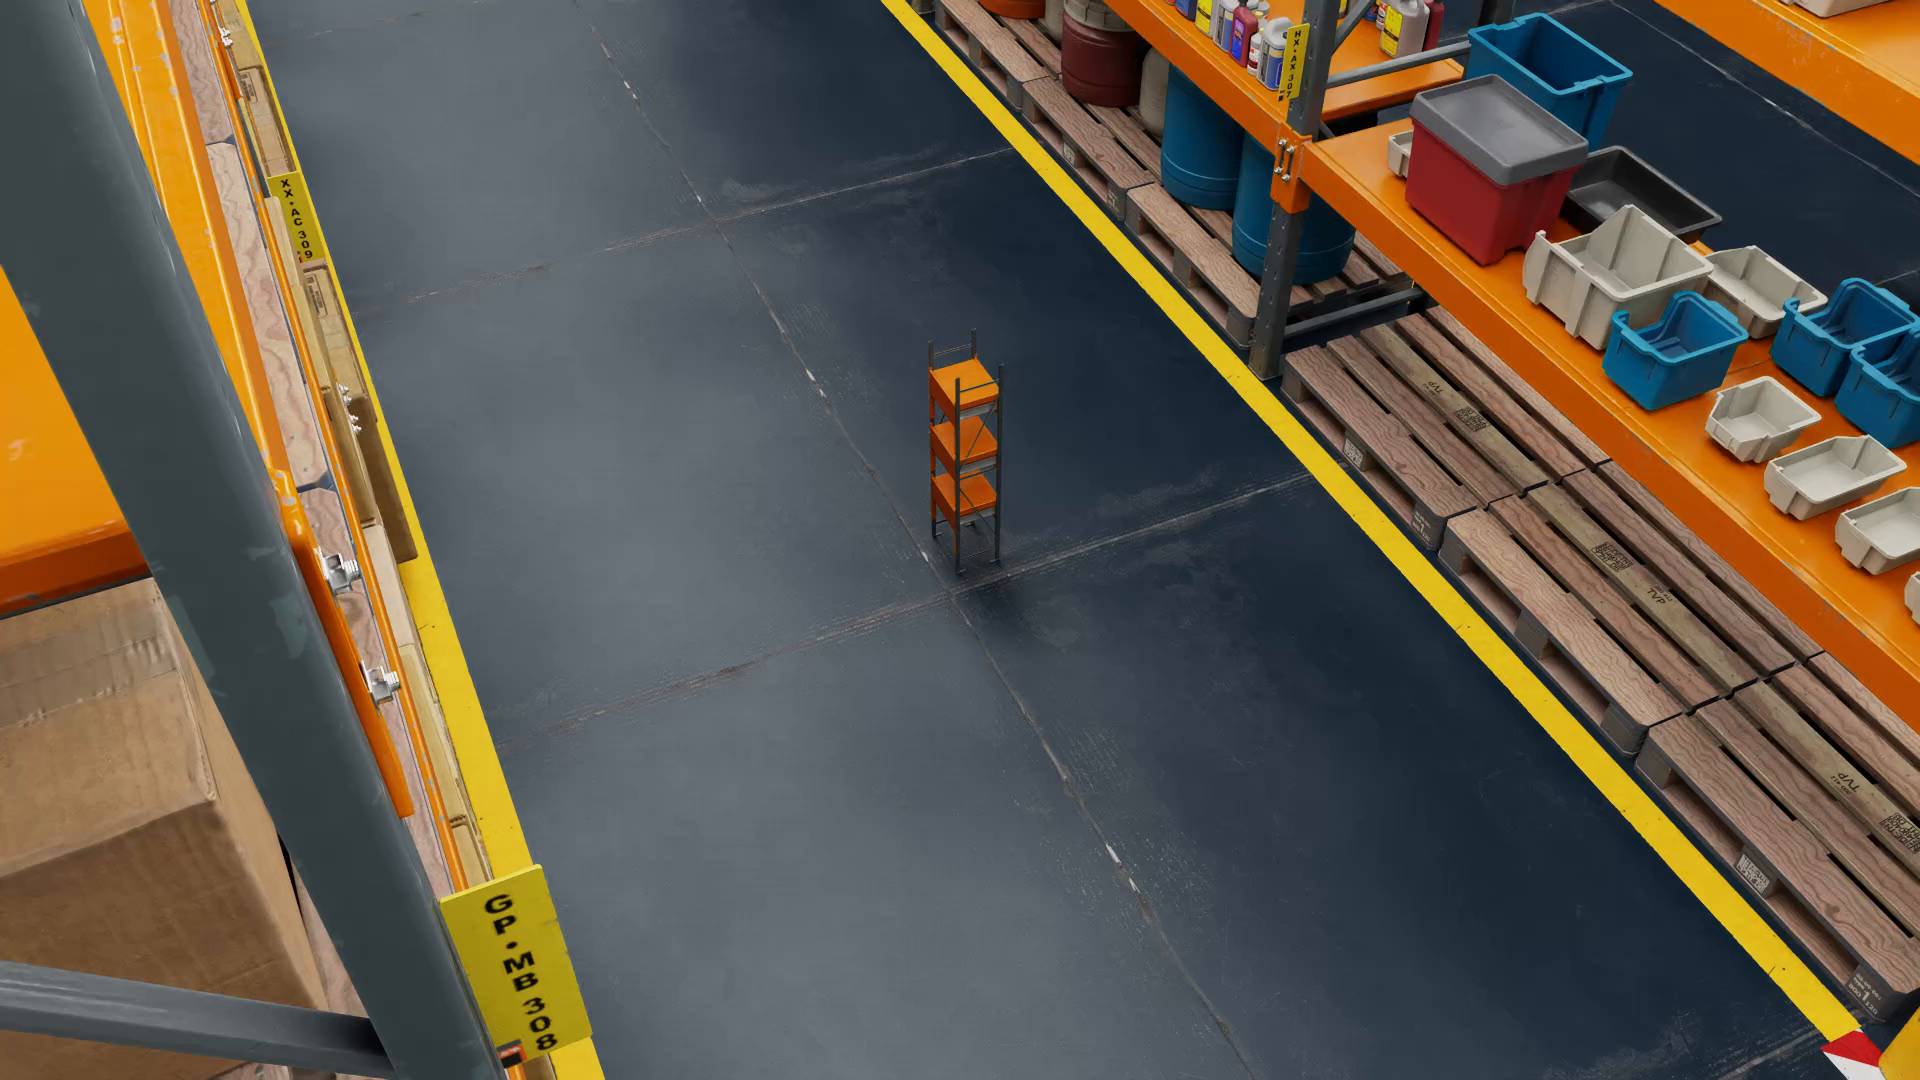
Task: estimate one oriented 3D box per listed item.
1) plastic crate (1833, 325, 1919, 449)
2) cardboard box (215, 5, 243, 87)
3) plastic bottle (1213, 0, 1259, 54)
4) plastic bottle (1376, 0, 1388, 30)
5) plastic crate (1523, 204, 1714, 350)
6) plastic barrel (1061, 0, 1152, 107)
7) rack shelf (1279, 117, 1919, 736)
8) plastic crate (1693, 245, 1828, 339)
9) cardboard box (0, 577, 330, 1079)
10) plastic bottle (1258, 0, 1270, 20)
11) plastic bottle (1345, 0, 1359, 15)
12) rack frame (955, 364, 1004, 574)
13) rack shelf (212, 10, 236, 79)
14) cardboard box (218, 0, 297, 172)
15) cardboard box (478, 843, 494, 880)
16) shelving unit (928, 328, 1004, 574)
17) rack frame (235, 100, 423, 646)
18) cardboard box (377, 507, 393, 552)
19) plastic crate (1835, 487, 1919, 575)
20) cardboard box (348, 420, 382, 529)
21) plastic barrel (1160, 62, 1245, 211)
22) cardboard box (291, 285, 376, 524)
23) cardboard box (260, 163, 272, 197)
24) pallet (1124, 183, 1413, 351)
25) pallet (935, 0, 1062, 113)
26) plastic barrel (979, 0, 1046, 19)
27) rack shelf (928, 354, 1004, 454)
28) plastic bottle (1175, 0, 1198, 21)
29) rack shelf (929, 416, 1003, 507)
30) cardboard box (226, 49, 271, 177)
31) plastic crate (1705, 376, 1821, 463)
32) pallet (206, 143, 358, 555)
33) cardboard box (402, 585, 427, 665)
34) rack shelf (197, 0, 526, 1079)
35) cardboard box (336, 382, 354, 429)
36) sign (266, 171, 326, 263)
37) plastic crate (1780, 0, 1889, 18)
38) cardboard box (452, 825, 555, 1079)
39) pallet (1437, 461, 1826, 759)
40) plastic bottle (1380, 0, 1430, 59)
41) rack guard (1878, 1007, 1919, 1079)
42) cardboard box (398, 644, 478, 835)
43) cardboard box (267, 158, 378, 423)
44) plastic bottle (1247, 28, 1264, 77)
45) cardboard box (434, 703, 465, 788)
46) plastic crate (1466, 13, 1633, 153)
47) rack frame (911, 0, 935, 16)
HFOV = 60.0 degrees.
[{"bbox_3d":[3.176,-0.505,5.571,0.416,0.233,0.300,-18,47,-17],"label":"plastic crate"},{"bbox_3d":[-3.465,-2.229,7.171,0.500,0.500,0.500,-19,48,-19],"label":"cardboard box"},{"bbox_3d":[1.240,-2.343,7.446,0.152,0.276,0.135,-18,47,-17],"label":"plastic bottle"},{"bbox_3d":[1.965,-2.440,7.598,0.097,0.201,0.097,0,45,0],"label":"plastic bottle"},{"bbox_3d":[2.328,-0.950,5.987,0.437,0.282,0.530,-18,47,-17],"label":"plastic crate"},{"bbox_3d":[0.867,-2.812,9.251,0.600,0.588,0.708,-18,47,-17],"label":"plastic barrel"},{"bbox_3d":[2.694,-0.468,5.969,1.077,0.370,4.000,-18,47,-17],"label":"rack shelf"},{"bbox_3d":[2.858,-0.905,6.045,0.293,0.136,0.466,-18,47,-17],"label":"plastic crate"},{"bbox_3d":[-1.226,0.410,1.991,0.700,0.500,0.500,-21,48,-20],"label":"cardboard box"},{"bbox_3d":[1.346,-2.365,7.521,0.097,0.201,0.097,0,45,0],"label":"plastic bottle"},{"bbox_3d":[1.850,-2.595,7.701,0.152,0.276,0.135,-18,47,-17],"label":"plastic bottle"},{"bbox_3d":[0.074,-0.262,6.637,0.200,1.050,0.008,-18,47,-17],"label":"rack frame"},{"bbox_3d":[-3.482,-2.622,6.017,1.077,0.370,4.000,-18,47,-17],"label":"rack shelf"},{"bbox_3d":[-4.051,-2.032,8.256,1.225,0.875,0.875,-20,48,-19],"label":"cardboard box"},{"bbox_3d":[-1.352,0.961,4.188,0.380,0.149,0.250,-19,48,-18],"label":"cardboard box"},{"bbox_3d":[0.022,-0.340,6.716,0.215,1.050,0.252,-18,47,-17],"label":"shelving unit"},{"bbox_3d":[-2.641,-0.535,5.526,1.000,3.000,0.127,-18,47,-17],"label":"rack frame"},{"bbox_3d":[-1.999,-0.021,5.183,0.380,0.149,0.250,-19,48,-18],"label":"cardboard box"},{"bbox_3d":[2.919,-0.032,5.160,0.396,0.136,0.243,-18,47,-17],"label":"plastic crate"},{"bbox_3d":[-1.997,-0.055,4.934,0.500,0.250,0.500,-17,47,-16],"label":"cardboard box"},{"bbox_3d":[1.342,-2.204,8.412,0.600,0.901,0.708,-18,47,-17],"label":"plastic barrel"},{"bbox_3d":[-1.998,-0.320,4.669,0.500,0.500,0.500,-18,47,-17],"label":"cardboard box"},{"bbox_3d":[-2.607,-0.938,5.863,0.500,0.500,0.500,-18,47,-17],"label":"cardboard box"},{"bbox_3d":[1.566,-1.510,8.498,1.003,0.211,1.213,-18,47,-17],"label":"pallet"},{"bbox_3d":[0.540,-3.064,10.074,1.003,0.211,1.213,-18,47,-17],"label":"pallet"},{"bbox_3d":[0.392,-3.617,9.895,0.600,0.830,0.708,-18,47,-17],"label":"plastic barrel"},{"bbox_3d":[0.022,-0.534,6.524,0.215,0.259,0.240,-18,47,-17],"label":"rack shelf"},{"bbox_3d":[1.092,-2.588,7.641,0.144,0.351,0.185,-18,47,-17],"label":"plastic bottle"},{"bbox_3d":[0.022,-0.332,6.723,0.215,0.259,0.240,-18,47,-17],"label":"rack shelf"},{"bbox_3d":[-3.030,-1.577,6.510,0.500,0.500,0.500,-19,48,-18],"label":"cardboard box"},{"bbox_3d":[2.638,-0.385,5.519,0.298,0.136,0.250,-18,47,-17],"label":"plastic crate"},{"bbox_3d":[-1.797,-0.271,3.185,1.003,0.211,1.213,-18,47,-17],"label":"pallet"},{"bbox_3d":[-1.782,0.307,4.851,0.380,0.149,0.250,-17,47,-17],"label":"cardboard box"},{"bbox_3d":[-1.800,-0.073,3.433,1.077,0.370,4.000,-18,47,-17],"label":"rack shelf"},{"bbox_3d":[-2.215,-0.348,5.515,0.380,0.149,0.250,-18,47,-17],"label":"cardboard box"},{"bbox_3d":[-2.138,-1.037,5.361,0.100,0.325,0.005,-18,47,-17],"label":"sign"},{"bbox_3d":[2.441,-1.666,4.724,0.437,0.136,0.530,-18,47,-17],"label":"plastic crate"},{"bbox_3d":[-1.126,0.990,3.341,0.500,0.500,0.500,-19,48,-18],"label":"cardboard box"},{"bbox_3d":[2.714,0.230,6.735,1.003,0.211,1.213,-18,47,-17],"label":"pallet"},{"bbox_3d":[1.982,-2.326,7.376,0.144,0.351,0.185,-18,47,-17],"label":"plastic bottle"},{"bbox_3d":[3.557,1.452,5.291,1.175,0.500,0.348,-18,47,-17],"label":"rack guard"},{"bbox_3d":[-1.573,0.594,4.276,0.500,0.250,0.500,-19,48,-18],"label":"cardboard box"},{"bbox_3d":[-3.305,-0.900,7.109,1.225,0.875,0.875,-20,48,-19],"label":"cardboard box"},{"bbox_3d":[1.320,-2.149,7.303,0.097,0.201,0.097,0,45,0],"label":"plastic bottle"},{"bbox_3d":[-1.569,0.633,4.521,0.380,0.149,0.250,-17,47,-17],"label":"cardboard box"},{"bbox_3d":[2.359,-1.817,6.793,0.392,0.384,0.575,-18,47,-17],"label":"plastic crate"},{"bbox_3d":[0.171,-4.547,9.592,1.000,3.000,0.127,-18,47,-17],"label":"rack frame"}]
